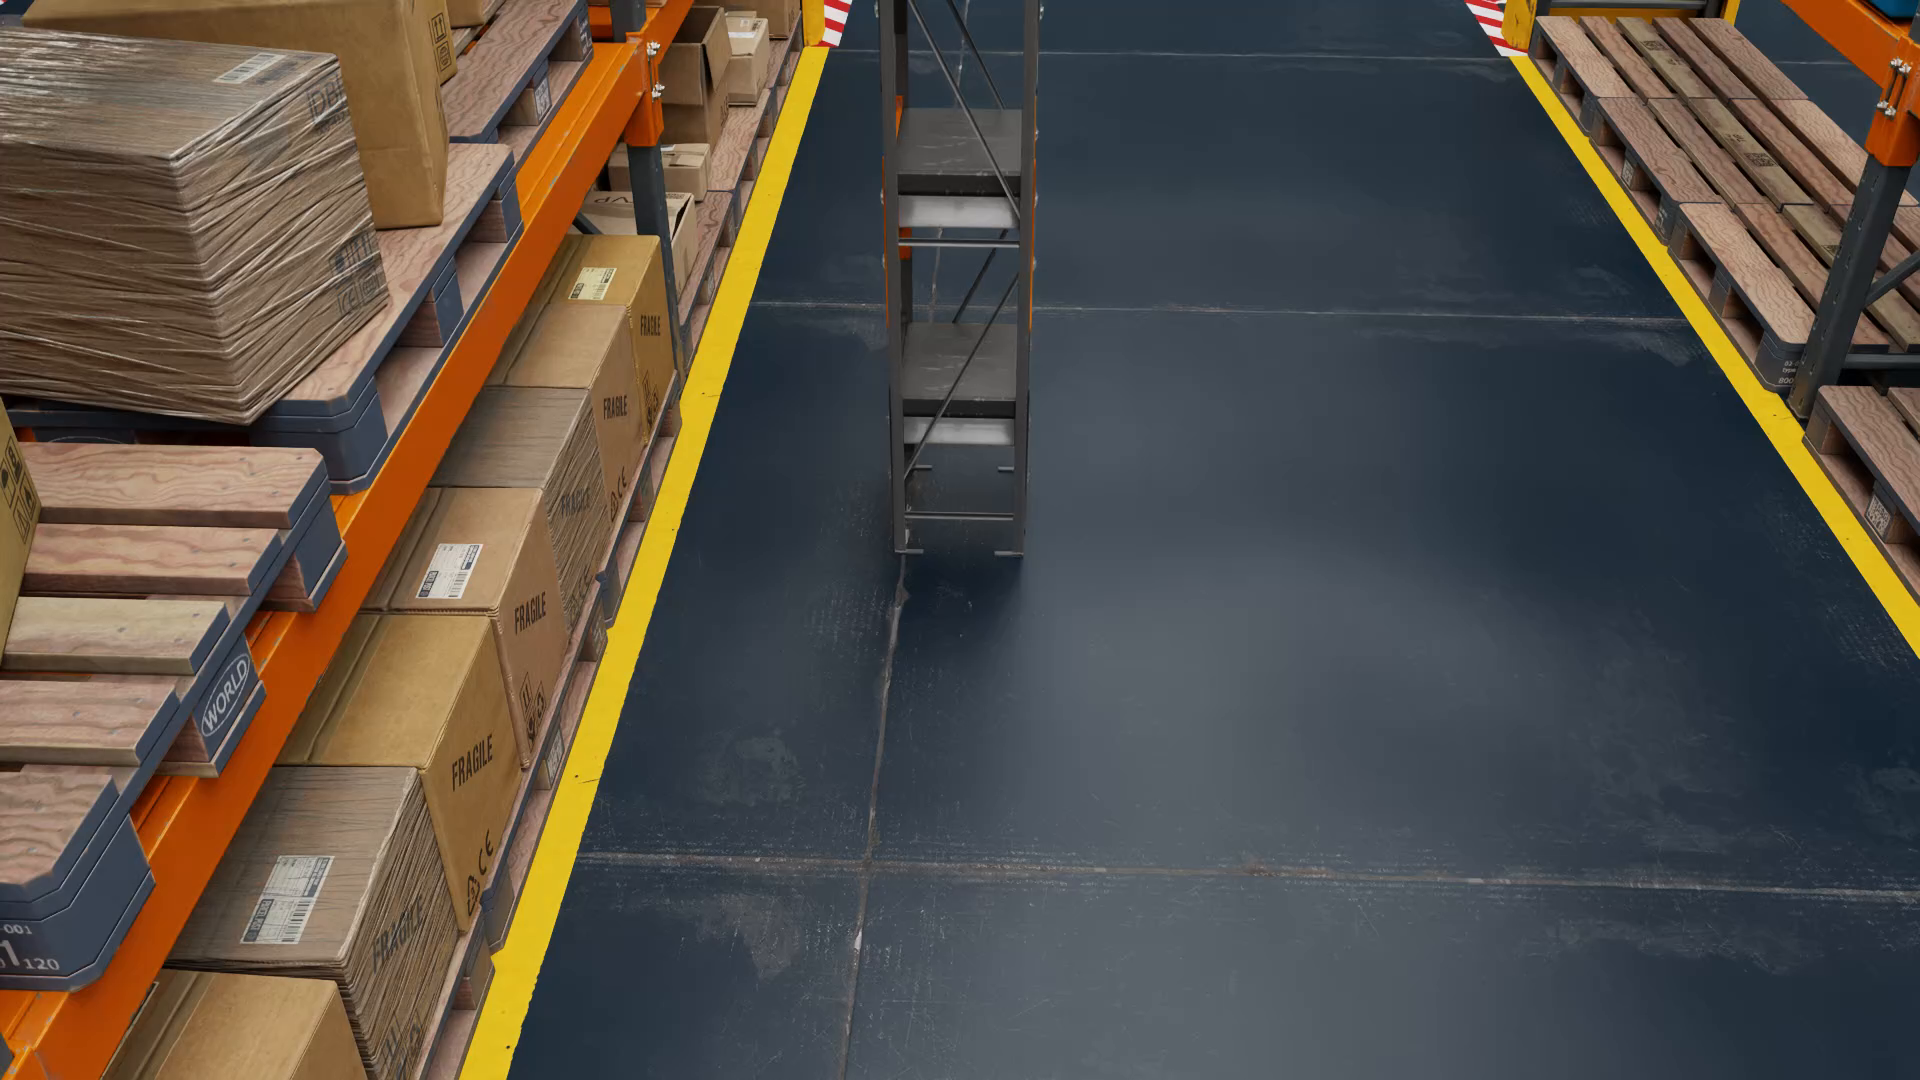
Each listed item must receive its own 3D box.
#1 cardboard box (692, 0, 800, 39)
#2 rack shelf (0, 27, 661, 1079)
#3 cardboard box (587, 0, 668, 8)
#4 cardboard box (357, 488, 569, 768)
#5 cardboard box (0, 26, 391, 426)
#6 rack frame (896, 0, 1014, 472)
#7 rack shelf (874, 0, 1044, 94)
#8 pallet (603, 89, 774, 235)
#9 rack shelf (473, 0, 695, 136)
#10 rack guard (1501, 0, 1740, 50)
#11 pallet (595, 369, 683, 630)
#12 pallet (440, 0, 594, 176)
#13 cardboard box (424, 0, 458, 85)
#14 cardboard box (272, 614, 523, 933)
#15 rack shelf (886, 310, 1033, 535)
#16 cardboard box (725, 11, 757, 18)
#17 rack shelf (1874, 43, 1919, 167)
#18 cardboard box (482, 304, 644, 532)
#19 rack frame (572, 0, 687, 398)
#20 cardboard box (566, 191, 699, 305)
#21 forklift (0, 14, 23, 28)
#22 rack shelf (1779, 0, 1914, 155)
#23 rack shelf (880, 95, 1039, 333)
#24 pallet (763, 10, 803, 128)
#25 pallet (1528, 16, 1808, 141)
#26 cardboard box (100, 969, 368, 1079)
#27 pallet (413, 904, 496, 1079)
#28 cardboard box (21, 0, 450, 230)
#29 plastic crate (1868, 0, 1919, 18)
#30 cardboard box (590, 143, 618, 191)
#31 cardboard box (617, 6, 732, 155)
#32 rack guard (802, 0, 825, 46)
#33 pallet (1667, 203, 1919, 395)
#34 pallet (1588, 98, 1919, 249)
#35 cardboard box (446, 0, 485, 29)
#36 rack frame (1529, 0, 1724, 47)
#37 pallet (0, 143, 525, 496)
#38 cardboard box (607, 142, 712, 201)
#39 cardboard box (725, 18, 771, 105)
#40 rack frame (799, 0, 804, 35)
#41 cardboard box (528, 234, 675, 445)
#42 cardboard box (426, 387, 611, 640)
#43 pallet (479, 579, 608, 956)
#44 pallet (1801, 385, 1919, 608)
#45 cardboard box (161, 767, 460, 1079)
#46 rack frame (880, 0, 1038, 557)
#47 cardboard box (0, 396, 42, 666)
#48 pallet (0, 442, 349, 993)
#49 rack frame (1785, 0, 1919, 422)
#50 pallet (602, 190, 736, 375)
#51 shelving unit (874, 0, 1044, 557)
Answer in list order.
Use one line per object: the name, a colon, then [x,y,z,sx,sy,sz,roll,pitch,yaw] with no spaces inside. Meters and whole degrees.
cardboard box: [-1.117,-2.921,8.589,0.500,0.500,0.500,1,35,2]
rack shelf: [-1.582,-0.341,3.752,1.077,0.370,4.000,1,35,2]
cardboard box: [-1.209,-2.111,5.559,0.500,0.500,0.500,2,35,3]
cardboard box: [-1.302,0.213,4.130,0.500,0.500,0.500,0,35,0]
cardboard box: [-1.522,-0.584,3.020,0.700,0.500,0.500,8,36,11]
rack frame: [0.016,-1.094,4.981,0.400,2.100,0.015,1,35,2]
rack shelf: [0.007,-1.516,4.387,0.431,0.518,0.480,1,35,2]
pallet: [-1.427,-1.740,7.543,1.003,0.211,1.213,1,35,2]
rack shelf: [-1.421,-2.639,7.022,1.077,0.370,4.000,1,35,2]
rack guard: [3.596,-2.957,9.023,1.175,0.500,0.348,1,35,2]
pallet: [-1.496,-0.175,5.315,1.003,0.211,1.213,1,35,2]
pallet: [-1.643,-1.249,4.585,1.003,0.211,1.213,1,35,2]
cardboard box: [-1.708,-1.333,4.086,0.700,0.500,0.500,7,36,9]
cardboard box: [-1.318,0.513,3.703,0.500,0.500,0.500,1,35,1]
rack shelf: [0.007,-0.370,5.192,0.431,0.518,0.480,1,35,2]
cardboard box: [-1.223,-2.554,8.357,0.380,0.166,0.250,1,35,2]
rack shelf: [3.367,-0.224,3.586,1.077,0.370,4.000,1,35,2]
cardboard box: [-1.263,-0.367,4.955,0.500,0.500,0.500,1,35,2]
rack frame: [-1.502,-1.784,5.180,1.000,3.000,0.127,1,35,2]
cardboard box: [-1.269,-1.100,6.162,0.500,0.311,0.500,1,35,2]
forklift: [-3.933,-1.452,4.767,1.130,2.935,3.031,7,36,10]
rack shelf: [3.528,-2.522,6.856,1.077,0.370,4.000,1,35,2]
rack shelf: [0.007,-0.943,4.789,0.431,0.518,0.480,1,35,2]
pallet: [-1.375,-2.439,8.538,1.003,0.211,1.213,1,35,2]
pallet: [3.536,-2.352,8.413,1.003,0.211,1.213,1,35,2]
cardboard box: [-1.358,1.102,2.865,0.500,0.500,0.500,3,35,4]
pallet: [-1.594,1.227,3.321,1.003,0.211,1.213,1,35,2]
cardboard box: [-1.511,-0.980,3.584,0.700,0.500,0.500,-7,36,-10]
plastic crate: [3.126,-1.962,5.394,0.392,0.384,0.575,1,35,2]
cardboard box: [-1.732,-1.629,6.915,0.500,0.311,0.500,1,35,2]
cardboard box: [-1.431,-2.022,7.307,0.797,0.503,0.637,1,35,2]
rack guard: [-1.344,-3.016,9.106,1.175,0.500,0.348,1,35,2]
pallet: [3.438,-0.950,6.418,1.003,0.211,1.213,1,35,2]
pallet: [3.485,-1.653,7.418,1.003,0.211,1.213,1,35,2]
cardboard box: [-1.744,-1.730,4.650,0.700,0.500,0.500,-10,36,-14]
rack frame: [3.608,-3.966,8.284,1.000,3.000,0.127,1,35,2]
pallet: [-1.589,-0.525,3.555,1.003,0.211,1.213,1,35,2]
cardboard box: [-1.244,-1.538,6.911,0.380,0.166,0.250,1,35,2]
cardboard box: [-1.185,-2.274,7.886,0.500,0.250,0.500,1,35,2]
rack frame: [-1.341,-4.082,8.450,1.000,3.000,0.127,1,35,2]
cardboard box: [-1.235,-0.651,5.359,0.500,0.500,0.500,1,35,2]
cardboard box: [-1.284,-0.079,4.545,0.500,0.500,0.500,2,35,2]
pallet: [-1.543,0.528,4.315,1.003,0.211,1.213,1,35,2]
pallet: [3.375,-0.084,5.186,1.003,0.211,1.213,1,35,2]
cardboard box: [-1.343,0.801,3.293,0.500,0.500,0.500,0,35,0]
rack frame: [-0.003,-0.814,4.582,0.400,2.100,0.015,1,35,2]
cardboard box: [-1.750,-0.063,2.279,0.700,0.500,0.500,-10,36,-14]
pallet: [-1.705,0.202,2.521,1.213,0.211,1.003,1,35,2]
rack frame: [3.448,-1.667,5.014,1.000,3.000,0.127,1,35,2]
pallet: [-1.473,-1.038,6.543,1.003,0.211,1.213,1,35,2]
shelving unit: [0.007,-0.954,4.782,0.431,2.100,0.503,1,35,2]
